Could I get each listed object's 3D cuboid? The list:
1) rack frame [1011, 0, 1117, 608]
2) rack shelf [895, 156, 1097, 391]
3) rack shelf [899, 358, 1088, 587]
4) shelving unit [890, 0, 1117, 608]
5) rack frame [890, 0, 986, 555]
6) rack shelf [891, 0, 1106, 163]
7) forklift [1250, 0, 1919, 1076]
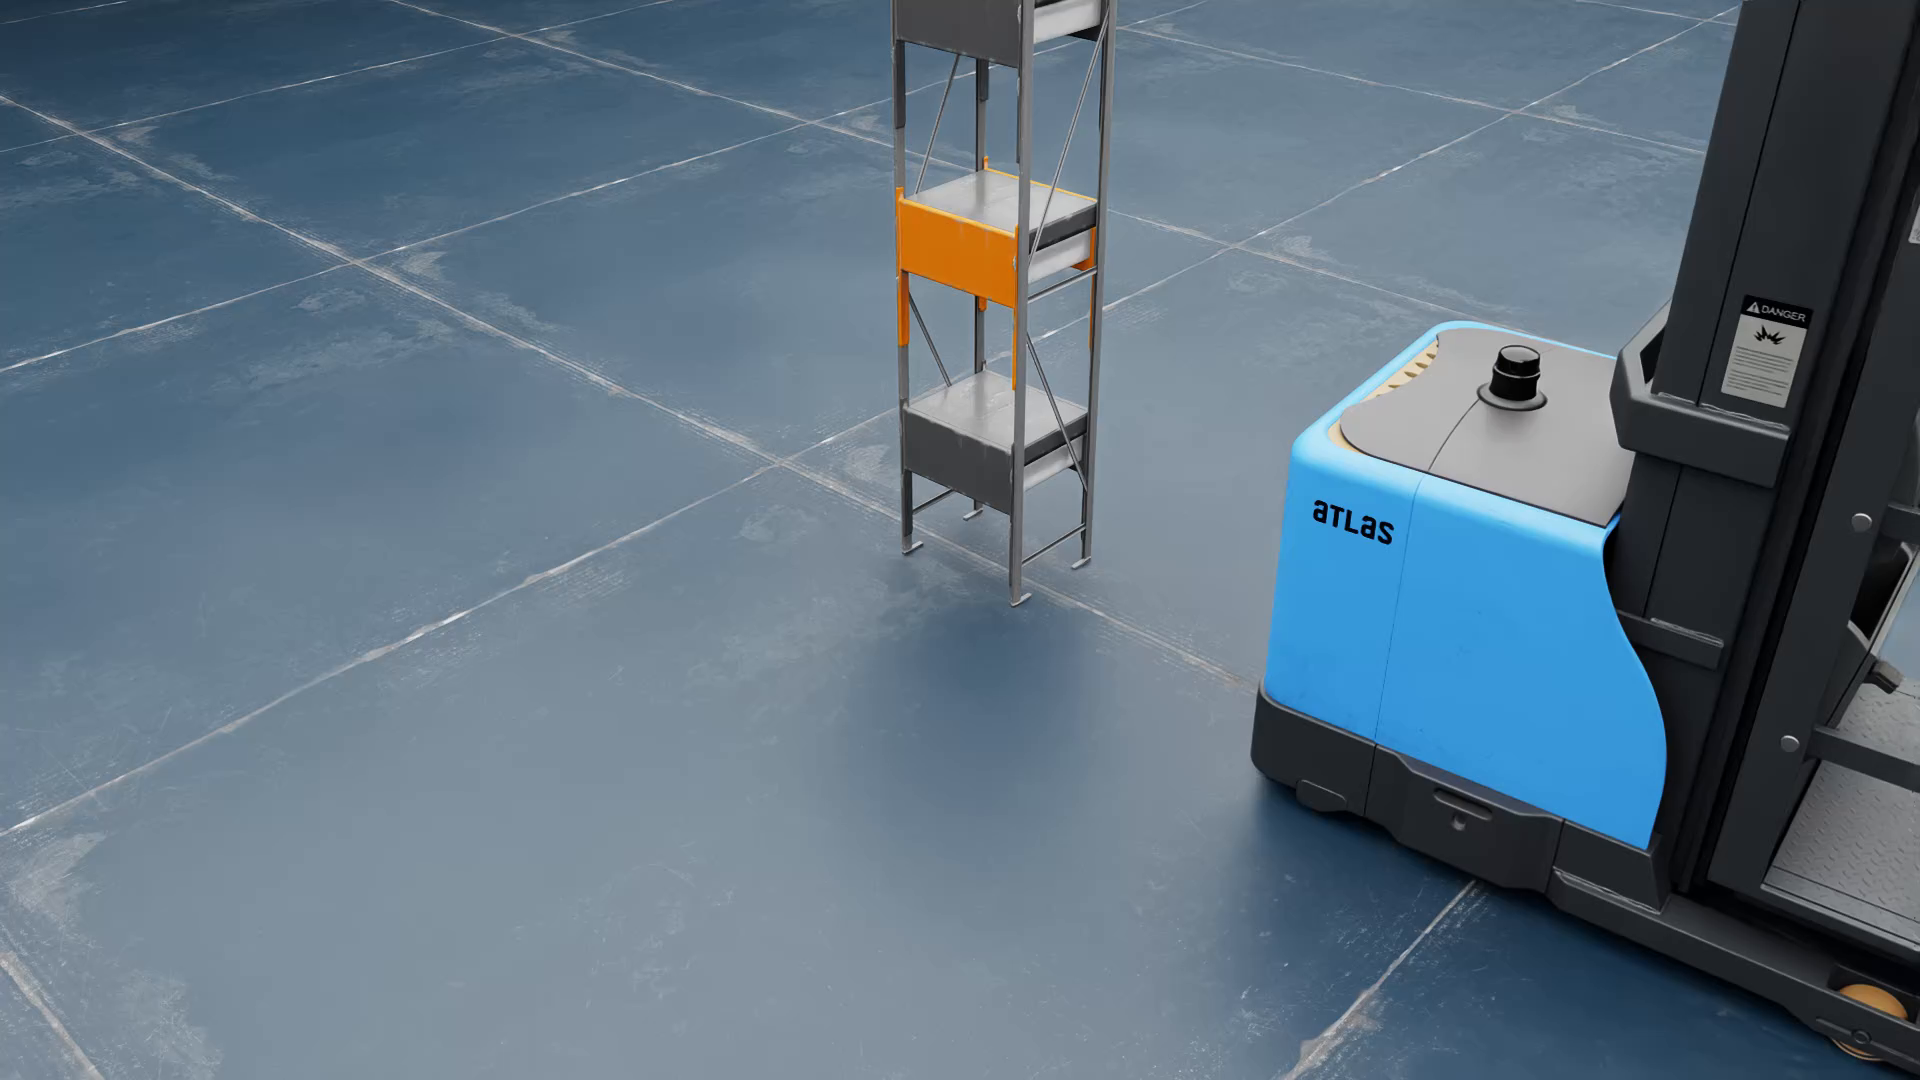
[{"bbox_3d":[0.304,-0.758,4.973,0.015,2.100,0.400,25,39,35],"label":"rack frame"},{"bbox_3d":[0.123,-0.831,5.120,0.480,0.518,0.431,25,39,35],"label":"rack shelf"},{"bbox_3d":[0.123,-0.231,5.481,0.480,0.518,0.431,25,39,35],"label":"rack shelf"},{"bbox_3d":[0.123,-0.842,5.113,0.503,2.100,0.431,25,39,35],"label":"shelving unit"},{"bbox_3d":[-0.058,-0.927,5.254,0.015,2.100,0.400,25,39,35],"label":"rack frame"},{"bbox_3d":[0.123,-1.430,4.759,0.480,0.518,0.431,25,39,35],"label":"rack shelf"},{"bbox_3d":[2.290,-0.326,3.450,3.031,2.935,1.130,21,37,31],"label":"forklift"}]
